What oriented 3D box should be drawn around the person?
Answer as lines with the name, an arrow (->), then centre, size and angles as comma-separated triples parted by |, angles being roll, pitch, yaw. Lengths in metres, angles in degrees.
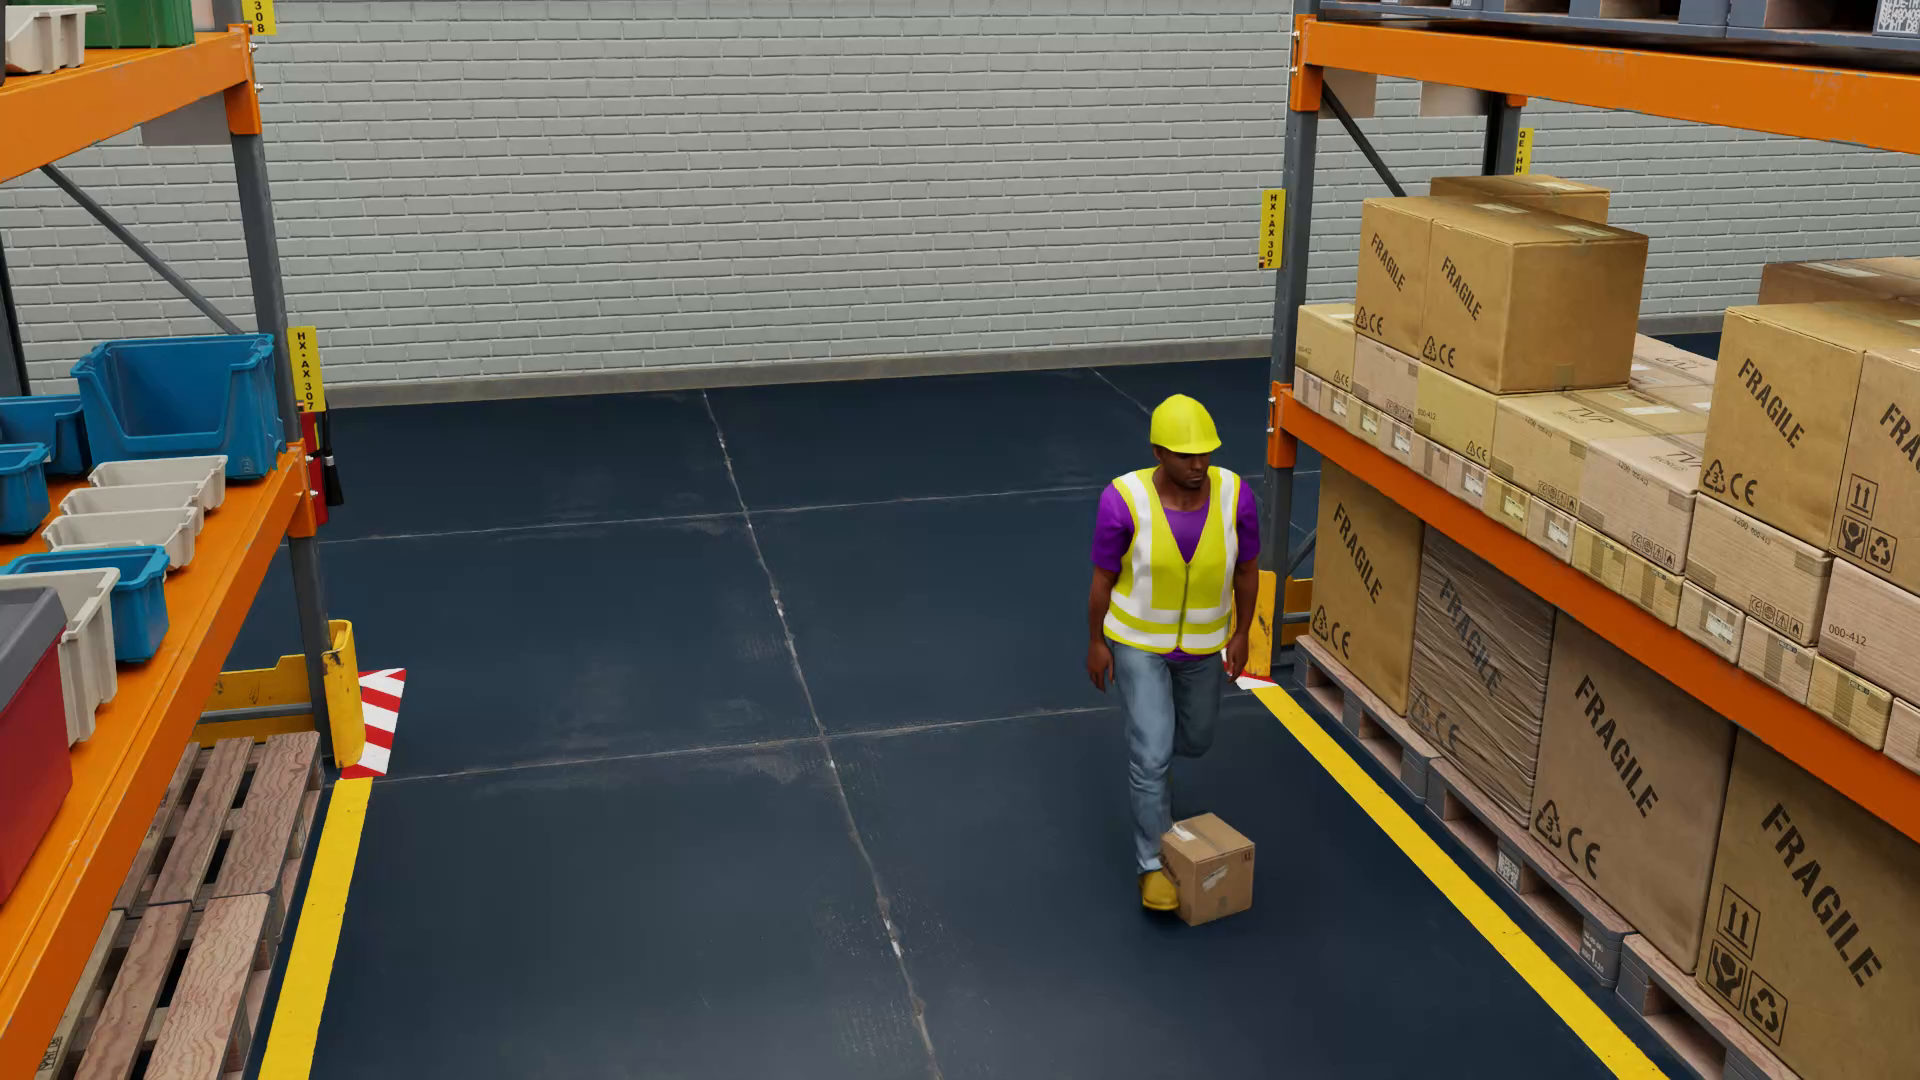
person -> 0.711, 0.311, 5.682 | 0.574, 1.734, 0.948 | -4, 20, -10
